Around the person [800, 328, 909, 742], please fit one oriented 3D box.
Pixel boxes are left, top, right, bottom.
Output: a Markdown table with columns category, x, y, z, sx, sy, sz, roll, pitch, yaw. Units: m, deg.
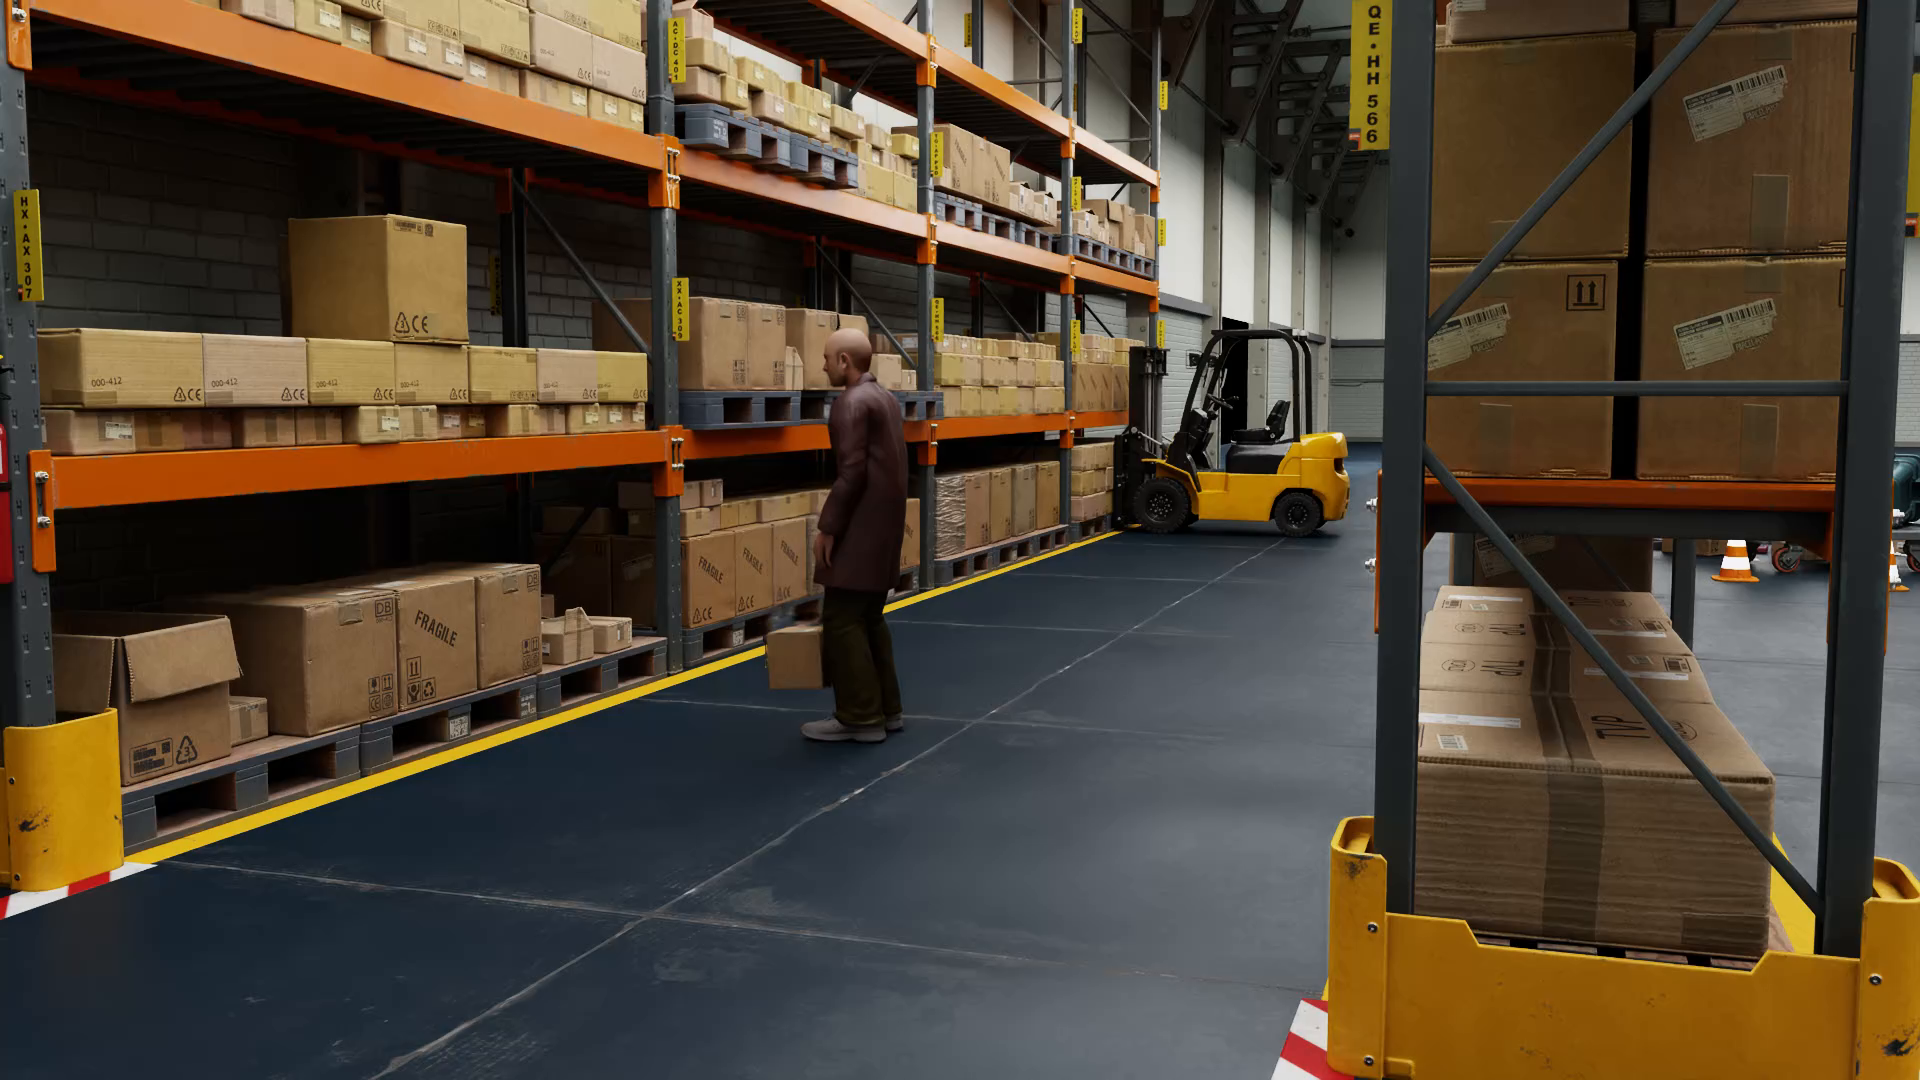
| category | x | y | z | sx | sy | sz | roll | pitch | yaw |
| --- | --- | --- | --- | --- | --- | --- | --- | --- | --- |
| person | -0.445 | -0.027 | 7.224 | 0.425 | 1.775 | 0.601 | 2 | 5 | 17 |
